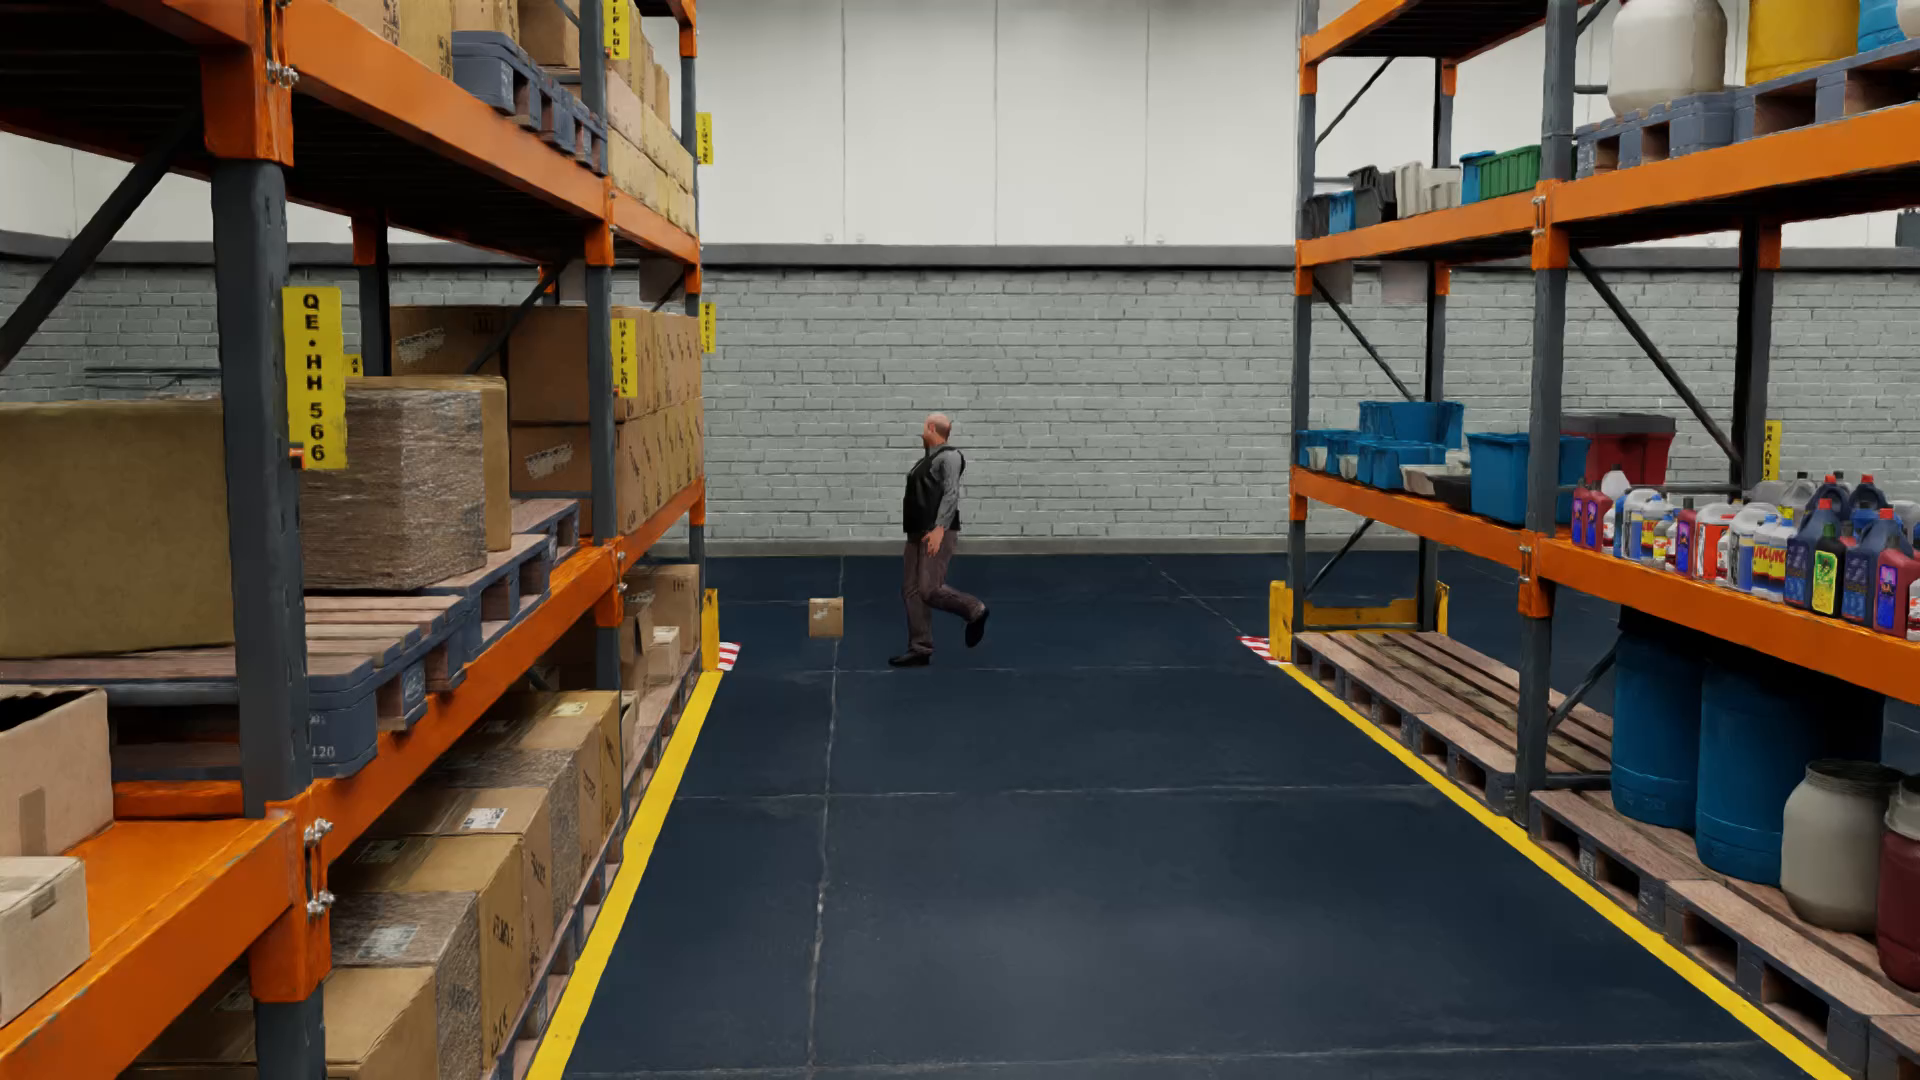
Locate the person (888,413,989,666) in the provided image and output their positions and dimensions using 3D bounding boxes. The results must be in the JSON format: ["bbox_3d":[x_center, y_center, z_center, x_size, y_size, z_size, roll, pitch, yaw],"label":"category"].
[{"bbox_3d":[-0.196,-0.016,11.215,0.731,1.664,0.609,-3,7,-24],"label":"person"}]
